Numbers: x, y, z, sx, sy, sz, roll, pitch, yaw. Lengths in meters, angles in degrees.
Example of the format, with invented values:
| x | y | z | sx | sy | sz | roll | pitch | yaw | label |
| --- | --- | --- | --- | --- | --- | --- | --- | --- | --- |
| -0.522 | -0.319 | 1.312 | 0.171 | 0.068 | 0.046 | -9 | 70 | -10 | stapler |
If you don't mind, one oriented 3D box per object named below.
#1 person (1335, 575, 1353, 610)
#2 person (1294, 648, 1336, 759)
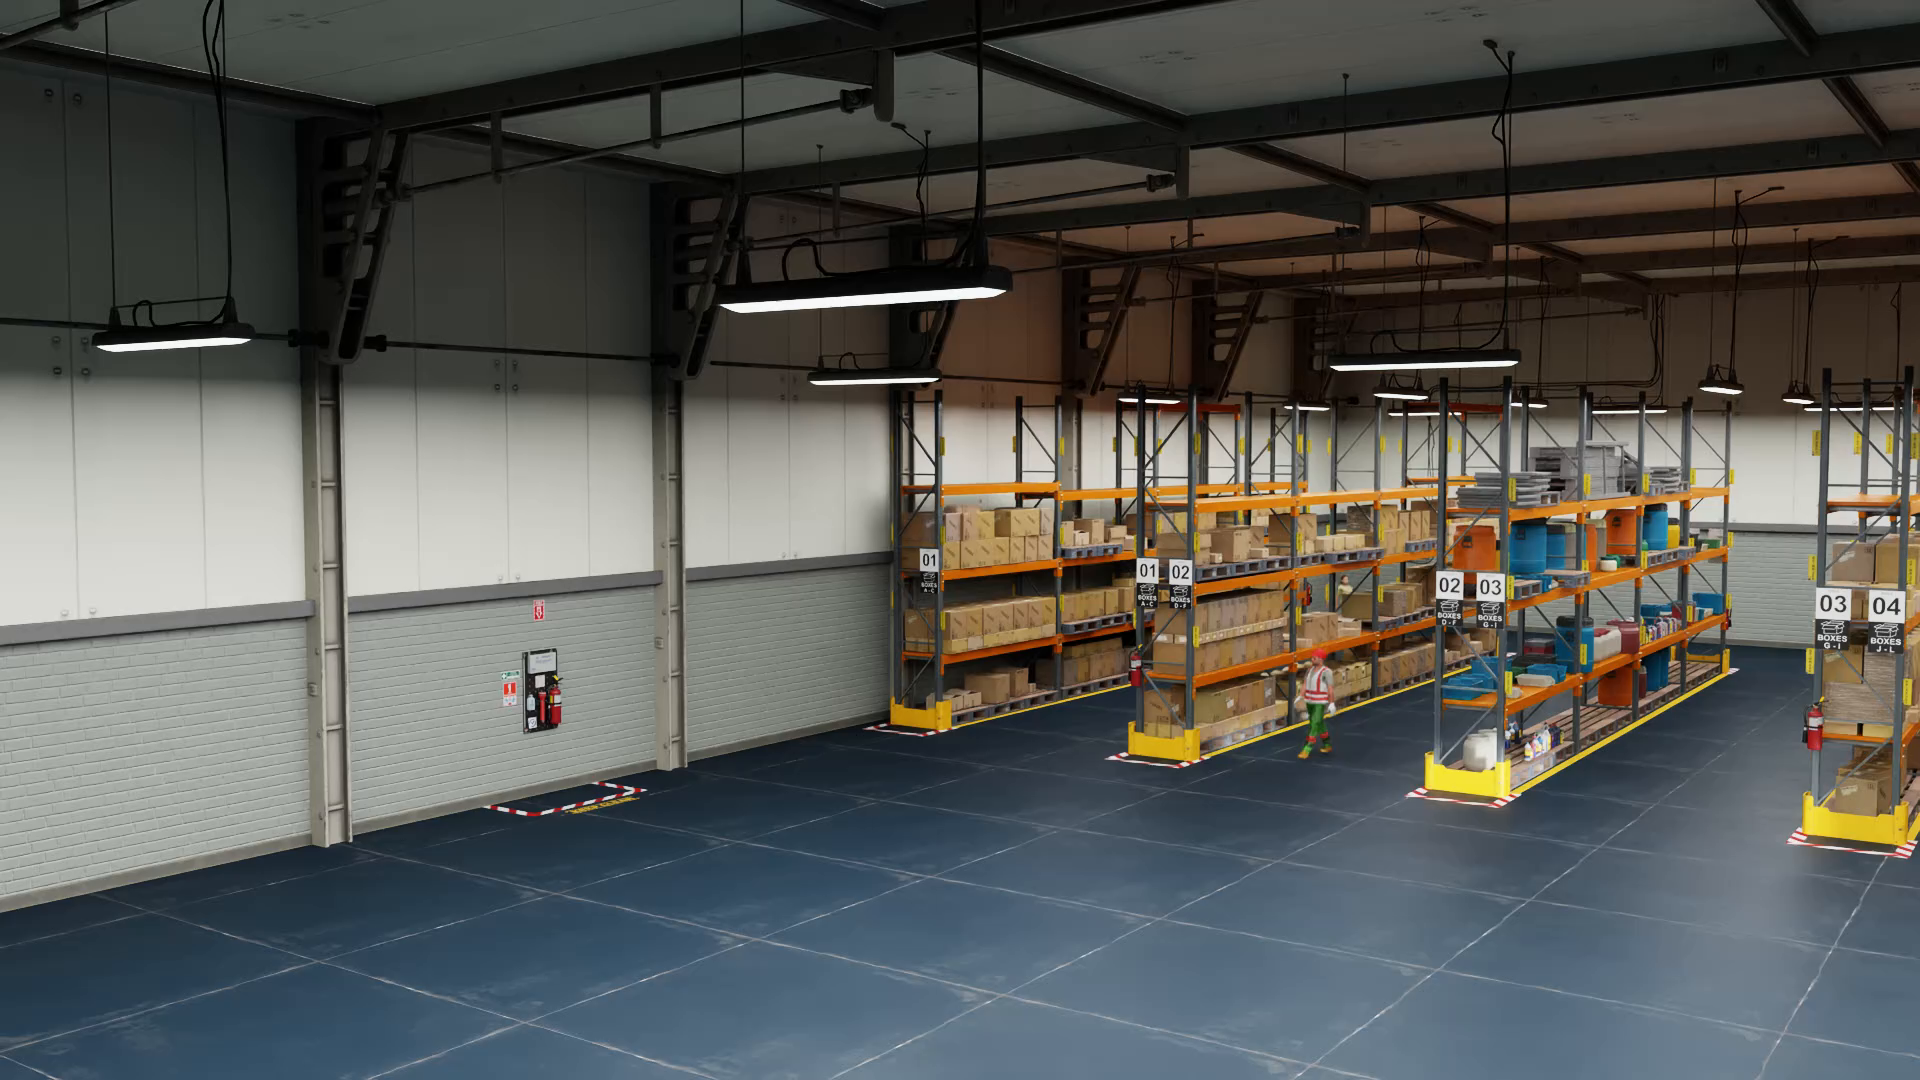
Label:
| x | y | z | sx | sy | sz | roll | pitch | yaw | label |
| --- | --- | --- | --- | --- | --- | --- | --- | --- | --- |
| 10.148 | 1.699 | 43.686 | 0.426 | 1.561 | 0.872 | -2 | 4 | -34 | person |
| 5.656 | 2.602 | 26.719 | 1.049 | 1.718 | 0.657 | -2 | 4 | -36 | person |
